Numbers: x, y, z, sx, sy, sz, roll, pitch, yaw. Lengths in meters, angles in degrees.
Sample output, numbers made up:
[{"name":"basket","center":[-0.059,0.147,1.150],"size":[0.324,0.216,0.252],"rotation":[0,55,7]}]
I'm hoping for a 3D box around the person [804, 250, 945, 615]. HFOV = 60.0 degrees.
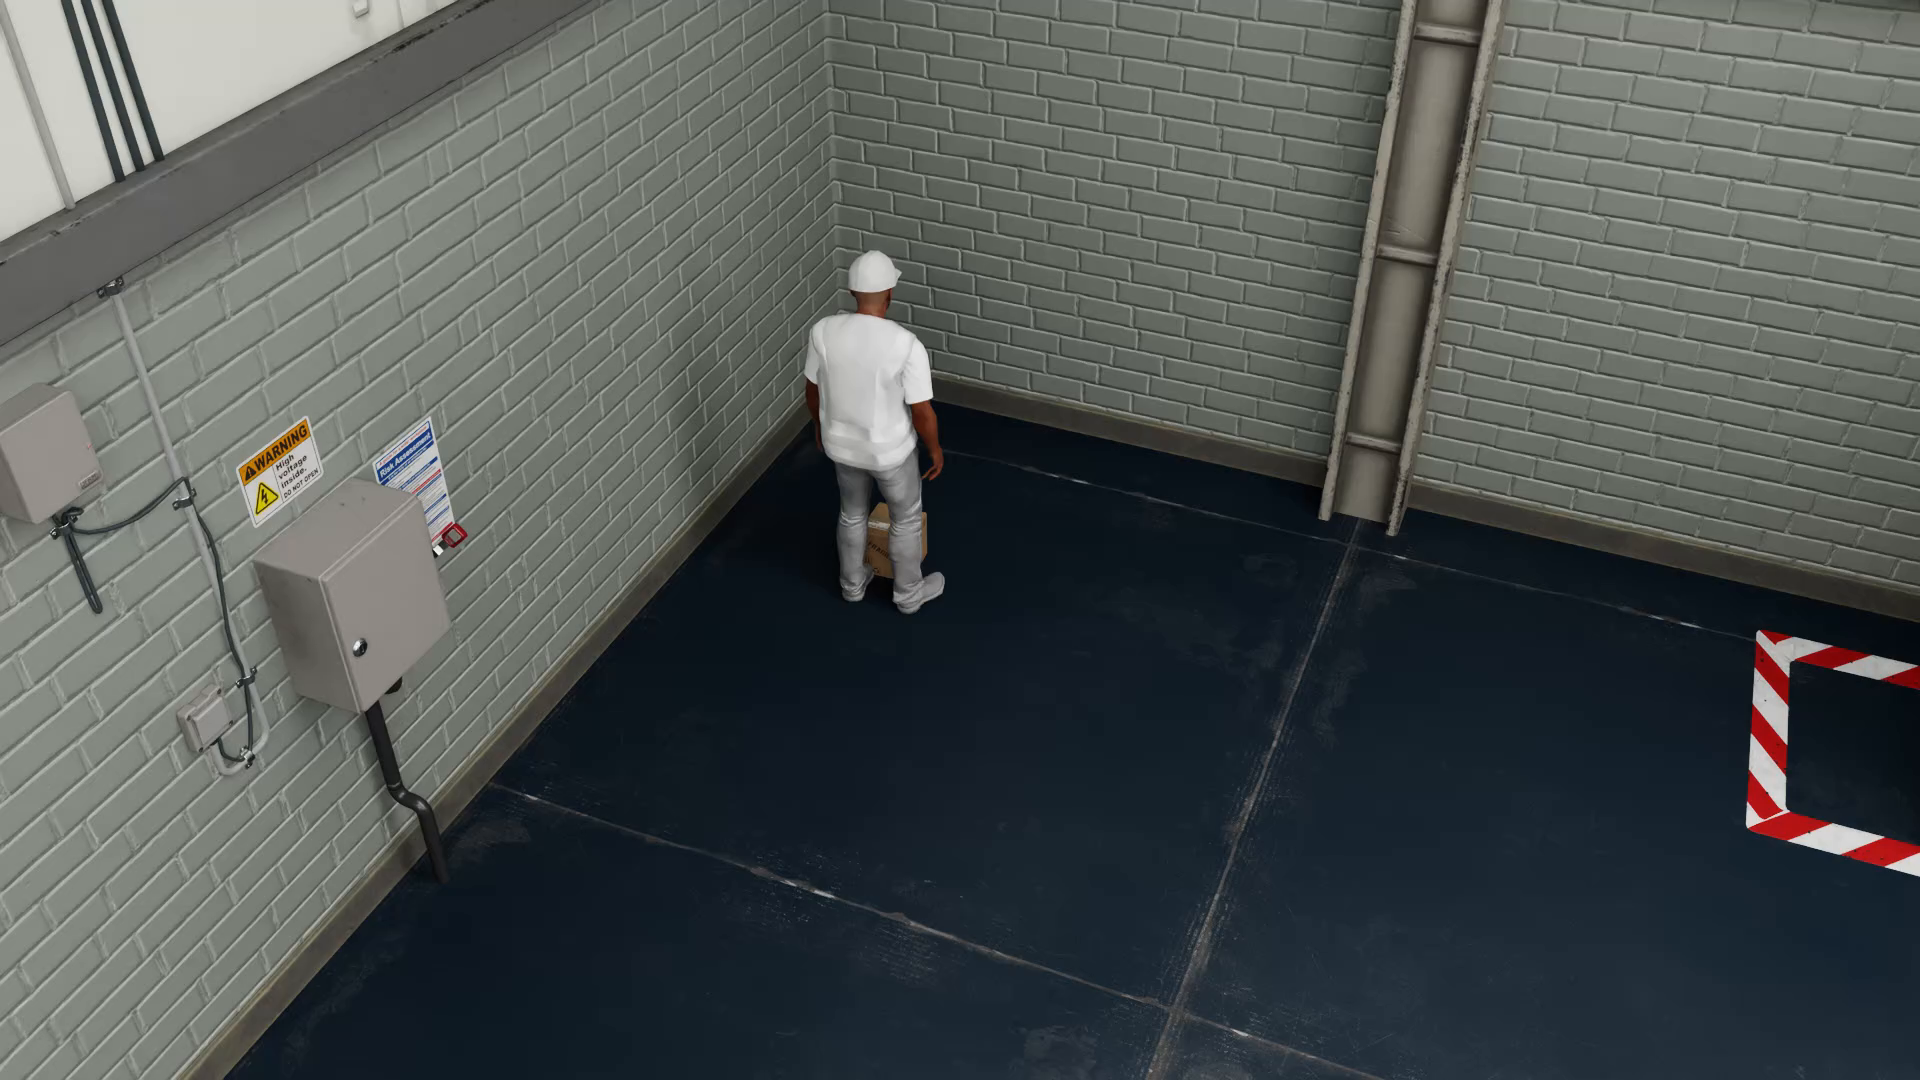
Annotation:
[{"name":"person","center":[-0.375,-0.453,7.400],"size":[0.628,1.761,0.456],"rotation":[14,40,18]}]
